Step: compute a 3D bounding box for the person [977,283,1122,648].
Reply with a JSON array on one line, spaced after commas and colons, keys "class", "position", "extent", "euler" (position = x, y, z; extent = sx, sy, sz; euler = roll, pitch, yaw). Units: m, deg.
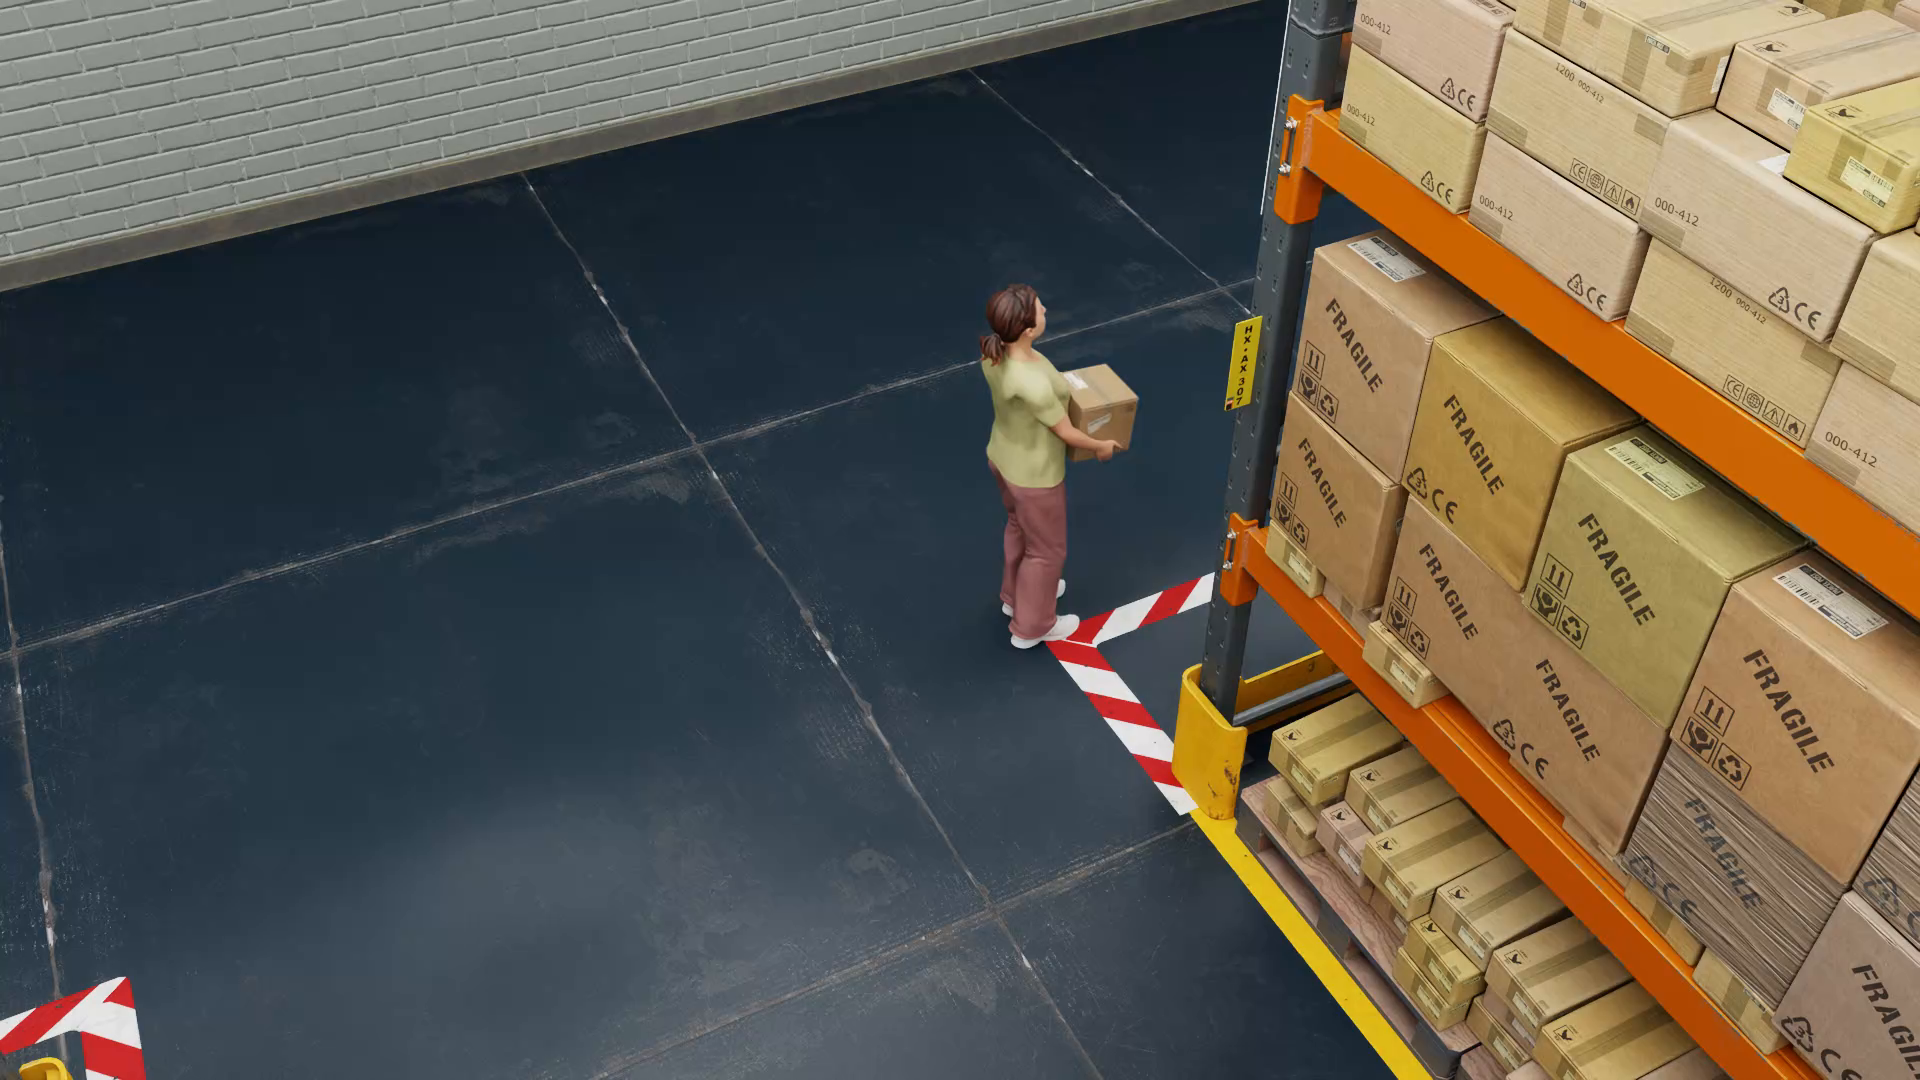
[{"class": "person", "position": [0.320, -0.306, 6.512], "extent": [0.549, 1.666, 0.433], "euler": [-18, 45, -20]}]
